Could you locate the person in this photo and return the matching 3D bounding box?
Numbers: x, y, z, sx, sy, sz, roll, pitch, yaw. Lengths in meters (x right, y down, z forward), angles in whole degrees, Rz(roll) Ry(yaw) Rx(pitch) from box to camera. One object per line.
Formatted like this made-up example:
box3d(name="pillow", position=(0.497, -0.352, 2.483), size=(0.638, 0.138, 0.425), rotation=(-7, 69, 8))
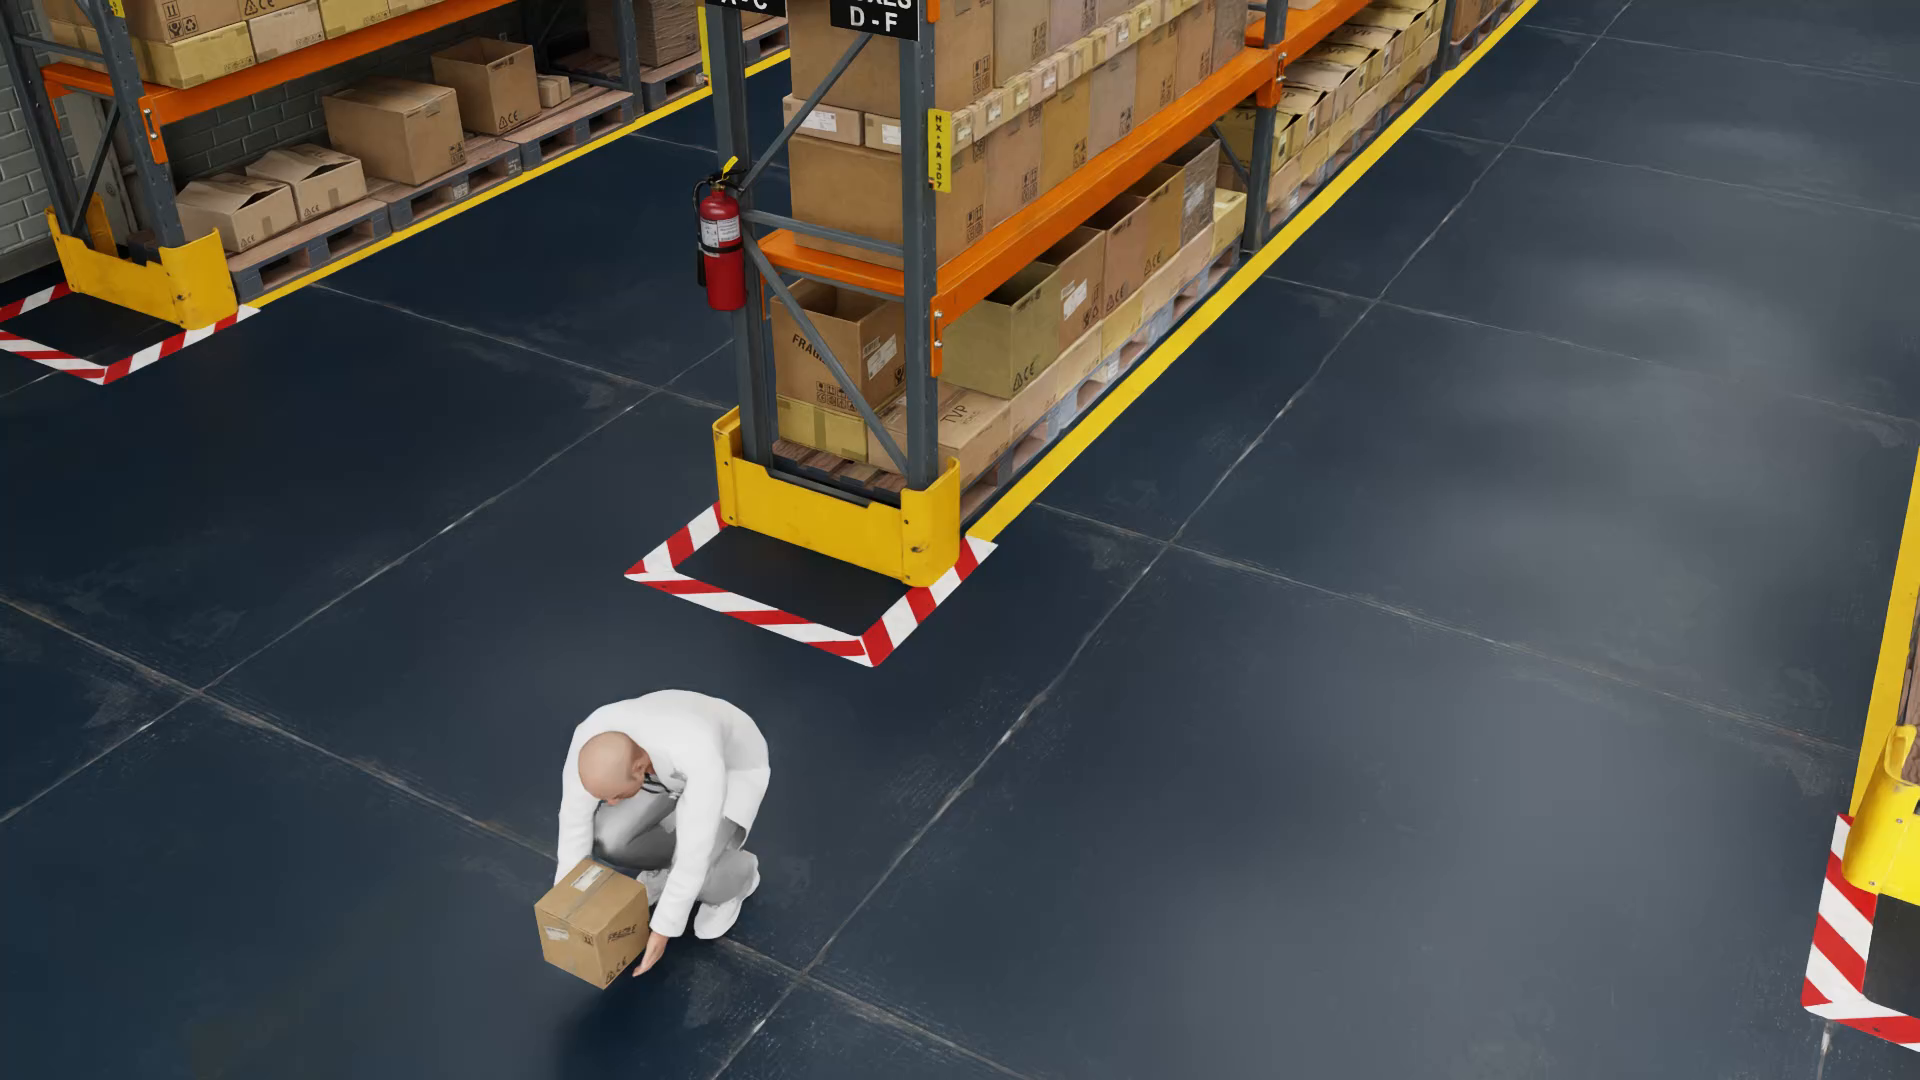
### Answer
box3d(name="person", position=(-0.966, 0.880, 5.496), size=(0.613, 1.046, 0.899), rotation=(17, 37, 24))
